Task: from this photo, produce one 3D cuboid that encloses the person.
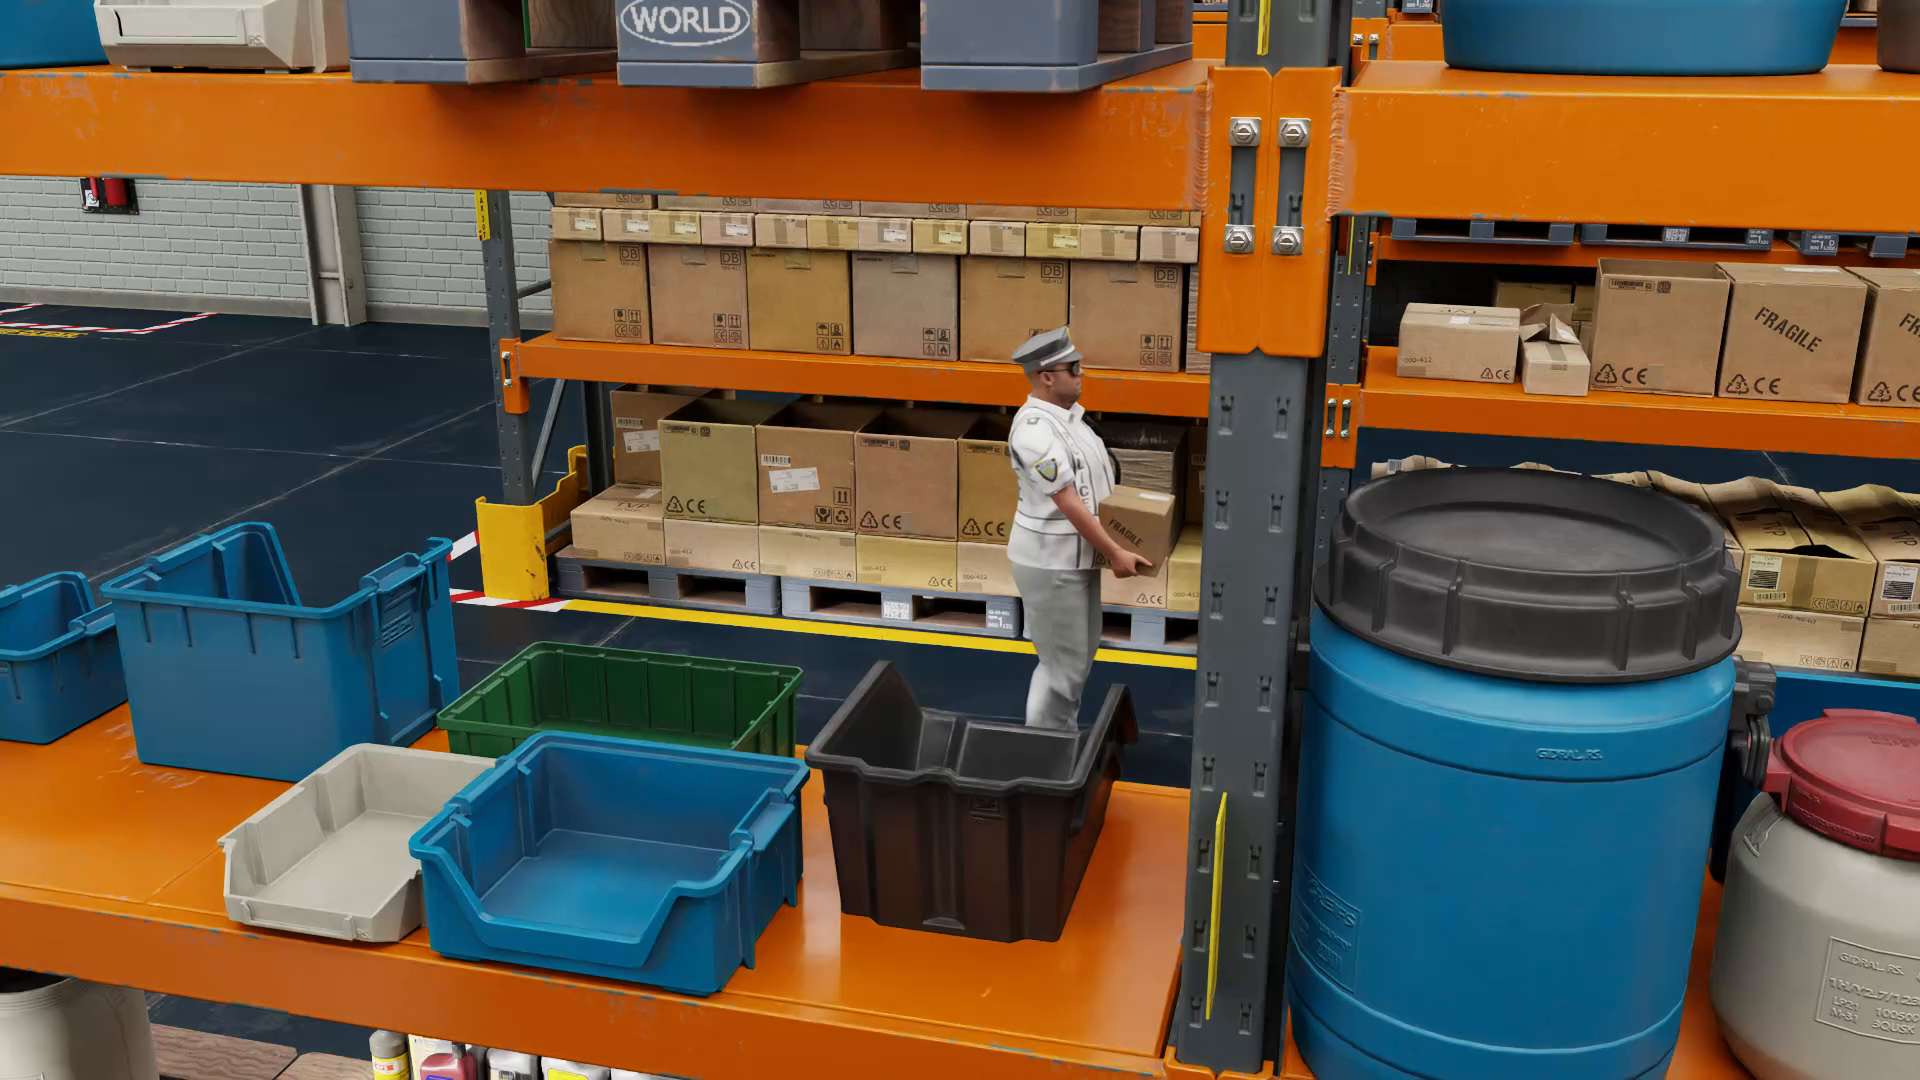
[{"bbox_3d":[0.467,0.066,6.314,0.573,1.767,0.494,5,19,14],"label":"person"}]
